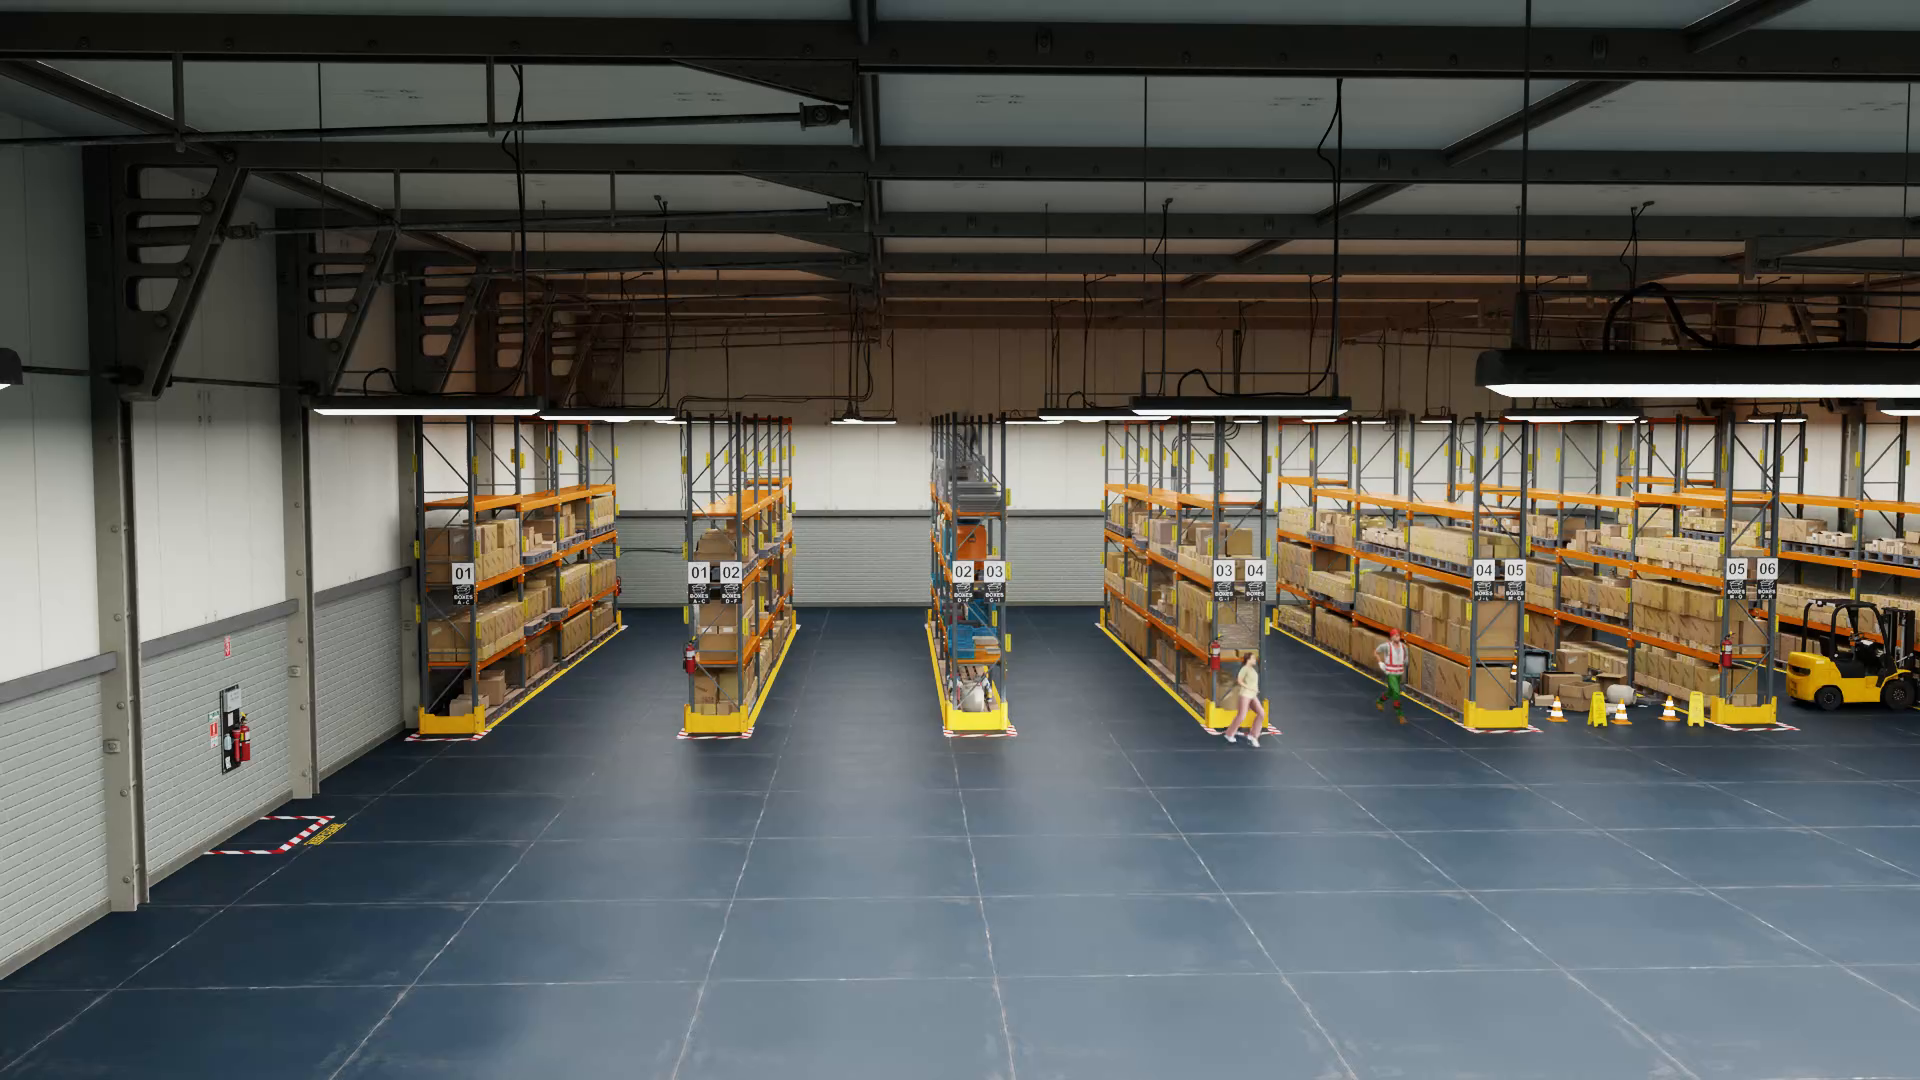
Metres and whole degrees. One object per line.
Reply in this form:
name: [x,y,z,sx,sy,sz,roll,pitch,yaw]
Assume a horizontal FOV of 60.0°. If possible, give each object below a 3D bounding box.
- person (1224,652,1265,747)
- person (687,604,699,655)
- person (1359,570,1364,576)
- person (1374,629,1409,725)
person: [5.172,2.869,30.018,0.698,1.655,0.625,3,5,41]
person: [-6.406,2.127,40.573,0.536,1.728,0.794,0,4,-7]
person: [11.256,1.690,46.638,0.696,1.718,0.605,-1,4,-12]
person: [8.459,2.628,32.448,0.606,1.817,1.102,-2,4,-26]
